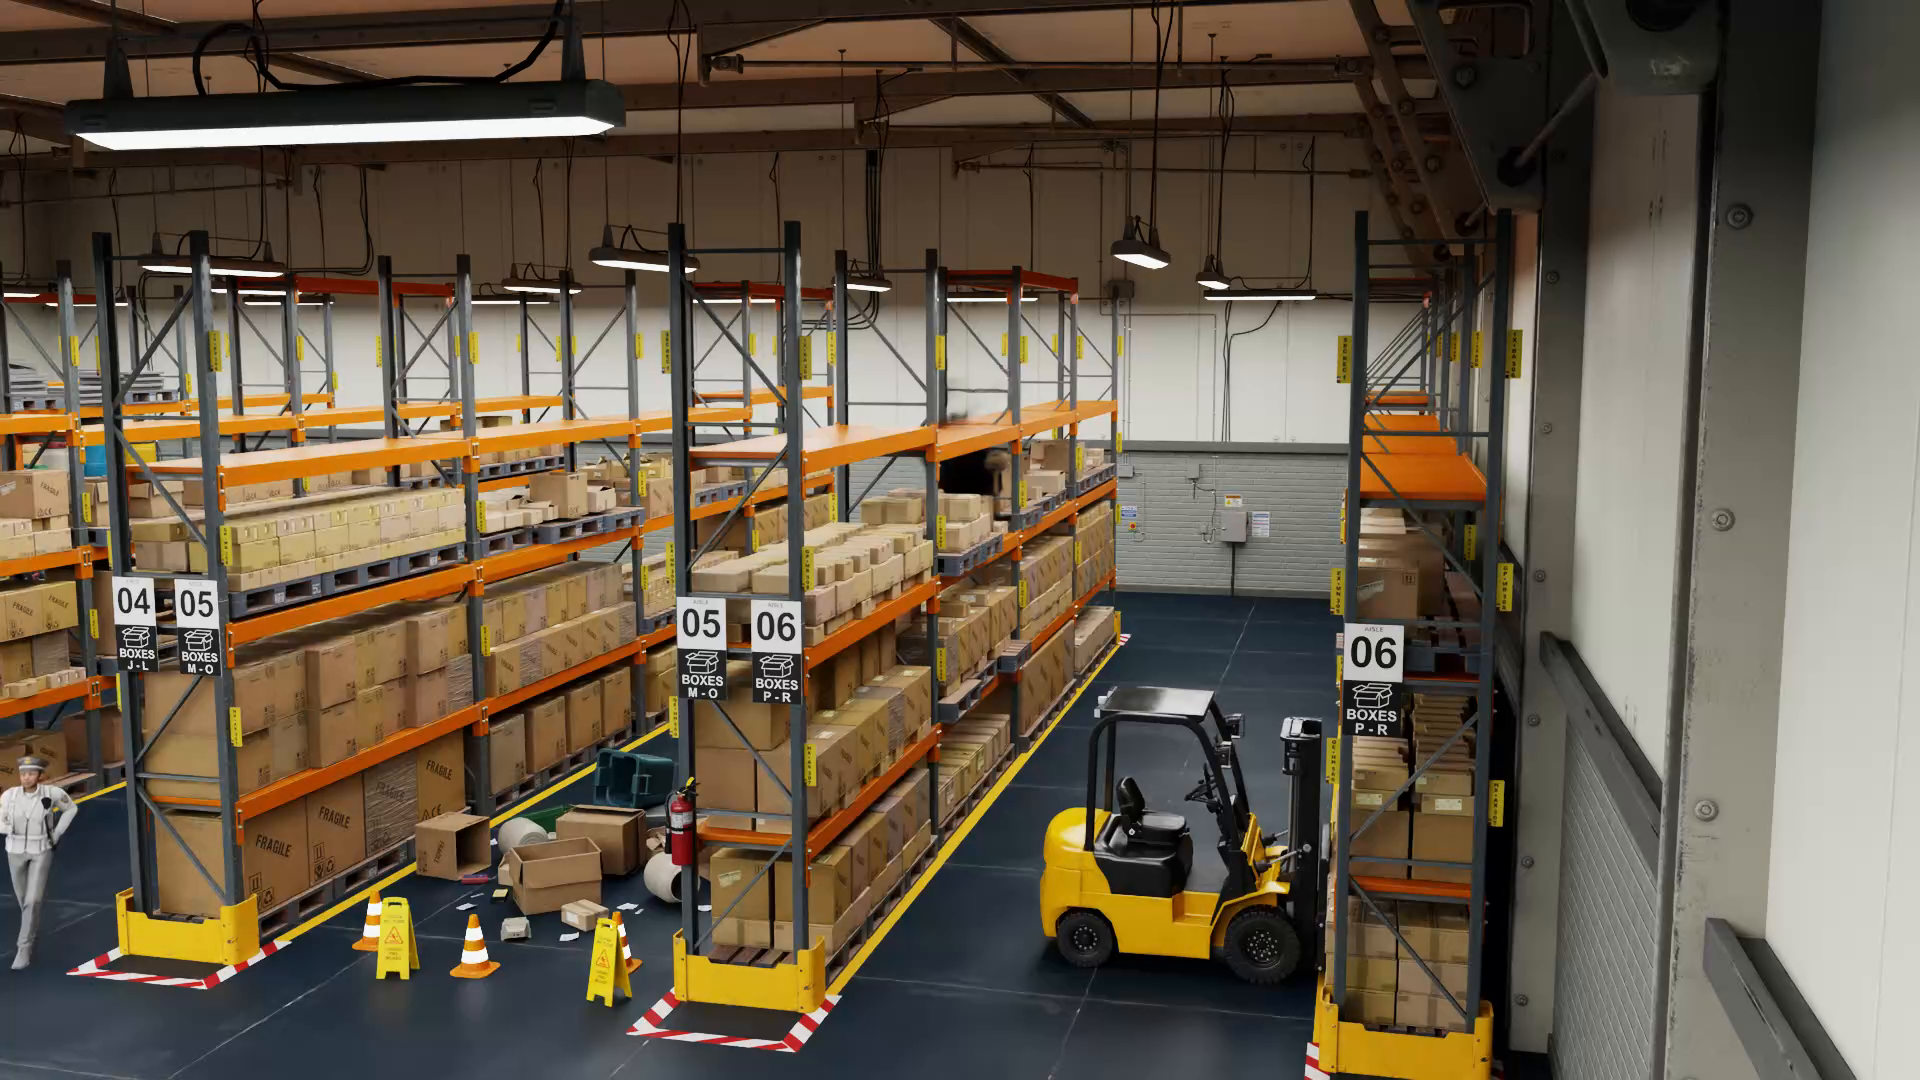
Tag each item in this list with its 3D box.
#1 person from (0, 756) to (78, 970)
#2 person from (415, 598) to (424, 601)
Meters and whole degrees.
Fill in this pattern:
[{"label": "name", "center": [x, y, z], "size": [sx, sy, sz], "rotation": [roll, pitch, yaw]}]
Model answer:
[{"label": "person", "center": [-7.762, 2.637, 13.949], "size": [0.618, 1.742, 0.779], "rotation": [-1, 7, -12]}, {"label": "person", "center": [-7.433, 1.590, 22.984], "size": [0.538, 1.586, 0.790], "rotation": [1, 7, 4]}]
